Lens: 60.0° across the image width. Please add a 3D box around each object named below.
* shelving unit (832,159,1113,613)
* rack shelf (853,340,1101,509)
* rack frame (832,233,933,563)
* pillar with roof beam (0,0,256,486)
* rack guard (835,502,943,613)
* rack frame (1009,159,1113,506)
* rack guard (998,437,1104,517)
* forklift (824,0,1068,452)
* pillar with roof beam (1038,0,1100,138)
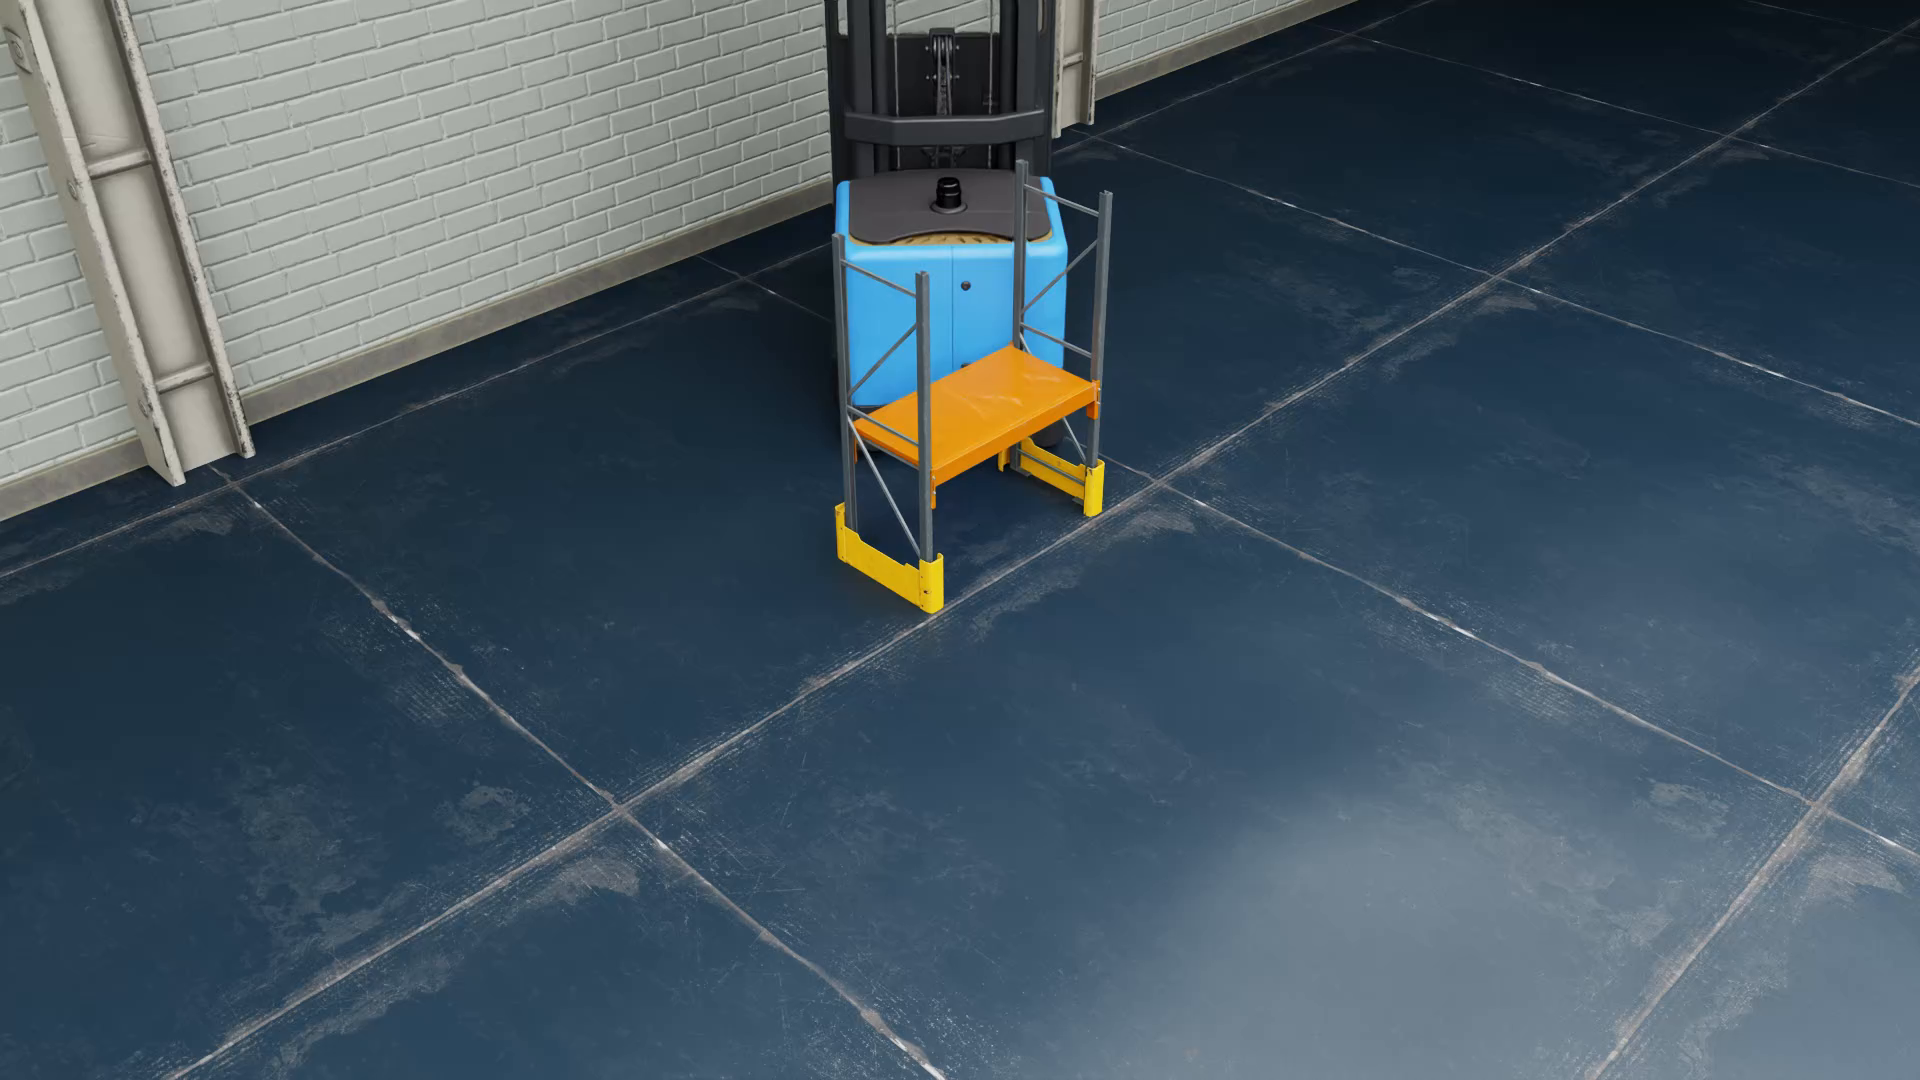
[{"bbox_3d":[0.054,-0.646,6.865,0.587,1.500,1.083,30,45,35],"label":"shelving unit"},{"bbox_3d":[0.060,-0.502,6.974,0.538,0.185,1.000,30,45,35],"label":"rack shelf"},{"bbox_3d":[-0.298,-0.443,6.575,0.500,1.500,0.032,30,45,35],"label":"rack frame"},{"bbox_3d":[-0.505,-2.341,2.740,9.100,9.000,0.400,30,45,35],"label":"pillar with roof beam"},{"bbox_3d":[-0.297,0.069,6.933,0.587,0.250,0.087,30,45,35],"label":"rack guard"},{"bbox_3d":[0.418,-0.856,7.167,0.500,1.500,0.032,30,45,35],"label":"rack frame"},{"bbox_3d":[0.405,-0.336,7.513,0.587,0.250,0.087,30,45,35],"label":"rack guard"},{"bbox_3d":[-0.106,-2.429,8.171,1.130,2.935,3.031,-2,35,-2],"label":"forklift"},{"bbox_3d":[3.723,-4.777,6.233,9.100,9.000,0.400,30,45,35],"label":"pillar with roof beam"}]
